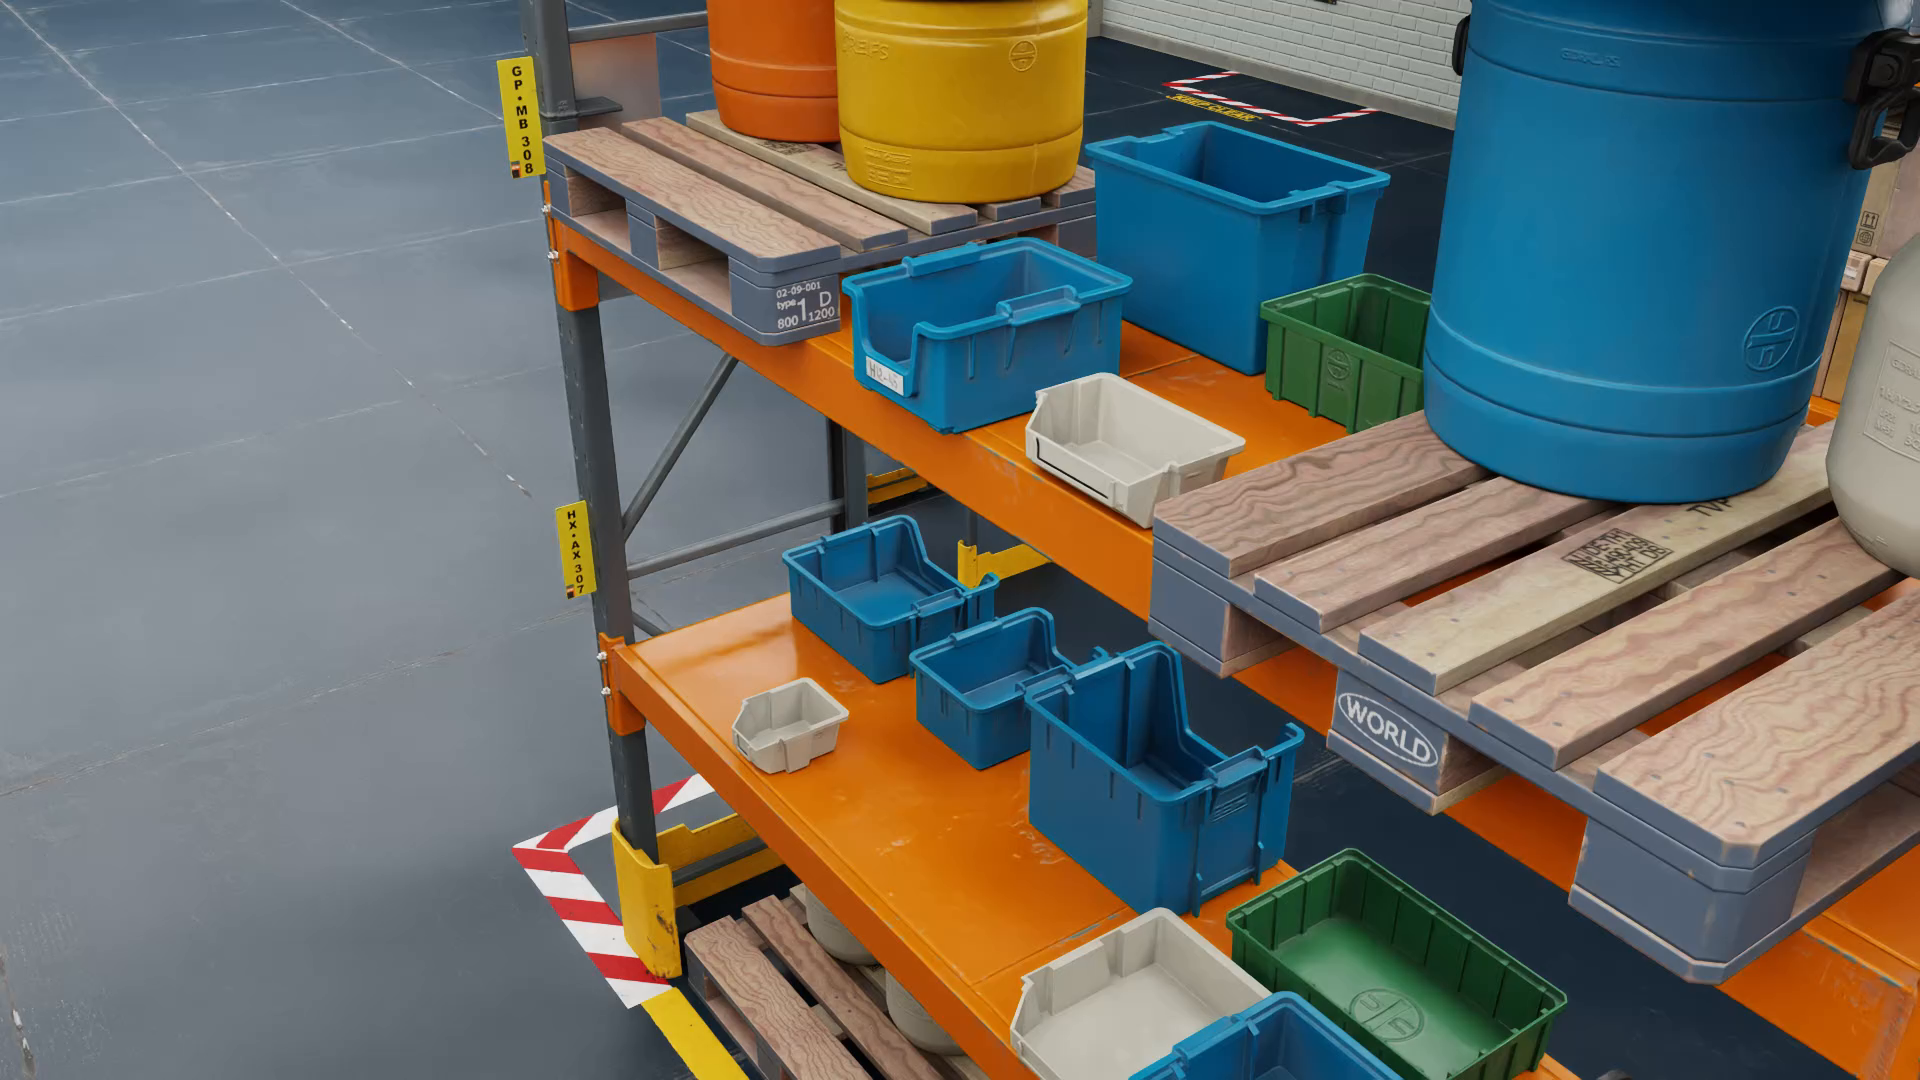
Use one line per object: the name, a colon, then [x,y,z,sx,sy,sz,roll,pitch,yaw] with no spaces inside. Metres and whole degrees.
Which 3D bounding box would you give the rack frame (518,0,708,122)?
rack frame: [-0.762,-2.632,4.168,1.000,3.000,0.127,-19,34,-31]

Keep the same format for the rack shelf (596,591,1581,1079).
rack shelf: [0.398,1.098,4.340,1.077,0.370,4.000,-19,34,-31]

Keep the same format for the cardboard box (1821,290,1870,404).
cardboard box: [4.127,-0.827,7.026,0.700,0.500,0.500,-19,34,-30]

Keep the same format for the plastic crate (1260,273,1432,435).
plastic crate: [0.865,-0.355,3.339,0.336,0.188,0.450,-19,34,-31]

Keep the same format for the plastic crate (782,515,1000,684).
plastic crate: [-0.228,0.181,5.430,0.499,0.251,0.616,-19,34,-31]

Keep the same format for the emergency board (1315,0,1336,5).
emergency board: [3.546,-6.018,16.689,0.157,1.169,0.626,-19,34,-31]

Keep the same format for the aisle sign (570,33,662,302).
aisle sign: [-1.042,-1.085,4.882,0.394,0.787,0.004,-19,34,-31]

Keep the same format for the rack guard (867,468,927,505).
rack guard: [-0.333,-0.333,9.101,0.587,0.250,0.087,-19,34,-31]

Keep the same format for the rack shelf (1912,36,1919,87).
rack shelf: [4.435,-1.590,6.146,1.077,0.370,4.000,-19,34,-31]

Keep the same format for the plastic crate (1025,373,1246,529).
plastic crate: [0.298,-0.155,3.026,0.243,0.136,0.396,-19,34,-31]

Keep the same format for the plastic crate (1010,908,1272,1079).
plastic crate: [0.410,1.114,3.833,0.530,0.136,0.437,-19,34,-31]

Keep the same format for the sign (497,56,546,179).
sign: [-1.213,-1.168,4.605,0.100,0.325,0.005,-19,34,-31]

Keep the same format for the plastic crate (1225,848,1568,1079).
plastic crate: [1.001,1.046,3.903,0.450,0.188,0.662,-19,34,-31]

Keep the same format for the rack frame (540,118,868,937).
rack frame: [-0.762,0.004,5.600,1.000,3.000,0.127,-19,34,-31]

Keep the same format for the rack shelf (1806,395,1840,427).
rack shelf: [4.435,-0.272,6.862,1.077,0.370,4.000,-19,34,-31]

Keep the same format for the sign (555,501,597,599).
sign: [-1.213,0.033,5.256,0.100,0.325,0.005,-19,34,-31]

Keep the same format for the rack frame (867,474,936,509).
rack frame: [-0.344,-0.890,8.817,0.500,1.500,0.032,-19,34,-31]

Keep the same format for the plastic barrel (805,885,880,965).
plastic barrel: [-0.318,1.147,5.661,0.421,0.512,0.421,0,29,0]

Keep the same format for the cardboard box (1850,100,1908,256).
cardboard box: [3.876,-1.571,7.036,0.700,0.500,0.500,-20,34,-32]

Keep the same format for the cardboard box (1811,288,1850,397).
cardboard box: [3.844,-1.022,7.384,0.700,0.500,0.500,-18,33,-29]

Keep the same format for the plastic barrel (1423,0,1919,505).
plastic barrel: [1.068,-0.581,2.568,0.600,0.901,0.708,-19,34,-31]

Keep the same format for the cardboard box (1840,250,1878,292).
cardboard box: [3.771,-1.185,7.004,0.380,0.149,0.250,-19,34,-31]

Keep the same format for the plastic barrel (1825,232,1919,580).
plastic barrel: [1.468,-0.215,2.302,0.421,0.512,0.421,0,29,0]

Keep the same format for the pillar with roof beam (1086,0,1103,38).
pillar with roof beam: [-2.049,-8.816,15.553,9.100,9.000,0.400,-19,34,-31]

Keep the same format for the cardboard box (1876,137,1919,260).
cardboard box: [4.169,-1.376,6.676,0.700,0.500,0.500,-19,34,-30]

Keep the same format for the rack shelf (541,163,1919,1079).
rack shelf: [0.398,-0.221,3.624,1.077,0.370,4.000,-19,34,-31]

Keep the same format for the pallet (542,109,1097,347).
pallet: [-0.362,-0.883,4.287,1.003,0.211,1.213,-19,34,-31]

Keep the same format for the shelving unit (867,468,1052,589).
shelving unit: [-0.044,-0.689,8.447,0.587,1.500,1.083,-19,34,-31]

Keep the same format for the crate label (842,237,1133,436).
crate label: [0.055,-0.430,3.411,0.502,0.251,0.408,-19,34,-31]

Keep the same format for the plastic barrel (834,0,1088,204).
plastic barrel: [0.003,-1.173,3.988,0.600,0.588,0.600,0,29,0]

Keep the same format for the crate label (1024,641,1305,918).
crate label: [0.526,0.629,4.412,0.502,0.435,0.616,-19,34,-31]

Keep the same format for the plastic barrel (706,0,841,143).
plastic barrel: [-0.377,-1.534,4.398,0.600,0.830,0.708,-19,34,-31]

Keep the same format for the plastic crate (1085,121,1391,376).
plastic crate: [0.589,-0.649,3.676,0.392,0.384,0.575,-19,34,-31]

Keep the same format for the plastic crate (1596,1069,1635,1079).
plastic crate: [1.358,1.347,3.191,0.767,0.338,0.504,-19,34,-31]

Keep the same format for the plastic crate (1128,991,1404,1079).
plastic crate: [0.695,1.269,3.426,0.499,0.251,0.616,-19,34,-31]

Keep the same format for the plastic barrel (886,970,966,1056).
plastic barrel: [-0.027,1.342,5.302,0.421,0.512,0.421,0,29,0]

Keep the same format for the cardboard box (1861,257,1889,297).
cardboard box: [3.927,-1.082,6.815,0.380,0.149,0.250,-20,34,-32]

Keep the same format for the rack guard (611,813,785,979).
rack guard: [-0.680,1.119,6.166,1.175,0.500,0.348,-19,34,-31]

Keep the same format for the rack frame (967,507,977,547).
rack frame: [0.245,-0.495,8.089,0.500,1.500,0.032,-19,34,-31]

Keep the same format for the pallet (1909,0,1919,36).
pallet: [3.664,-2.363,6.908,1.003,0.211,1.213,-19,34,-31]

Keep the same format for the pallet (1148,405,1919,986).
pallet: [1.060,0.070,2.532,1.213,0.211,1.003,-19,34,-31]

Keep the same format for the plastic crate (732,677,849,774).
plastic crate: [-0.505,0.557,4.858,0.298,0.136,0.250,-19,34,-31]

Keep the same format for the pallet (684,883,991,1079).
pallet: [-0.213,1.563,5.651,1.003,0.211,1.213,-19,34,-31]

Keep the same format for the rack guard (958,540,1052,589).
rack guard: [0.245,0.054,8.388,0.587,0.250,0.087,-19,34,-31]

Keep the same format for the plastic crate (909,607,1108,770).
plastic crate: [0.144,0.435,4.962,0.499,0.251,0.408,-19,34,-31]
